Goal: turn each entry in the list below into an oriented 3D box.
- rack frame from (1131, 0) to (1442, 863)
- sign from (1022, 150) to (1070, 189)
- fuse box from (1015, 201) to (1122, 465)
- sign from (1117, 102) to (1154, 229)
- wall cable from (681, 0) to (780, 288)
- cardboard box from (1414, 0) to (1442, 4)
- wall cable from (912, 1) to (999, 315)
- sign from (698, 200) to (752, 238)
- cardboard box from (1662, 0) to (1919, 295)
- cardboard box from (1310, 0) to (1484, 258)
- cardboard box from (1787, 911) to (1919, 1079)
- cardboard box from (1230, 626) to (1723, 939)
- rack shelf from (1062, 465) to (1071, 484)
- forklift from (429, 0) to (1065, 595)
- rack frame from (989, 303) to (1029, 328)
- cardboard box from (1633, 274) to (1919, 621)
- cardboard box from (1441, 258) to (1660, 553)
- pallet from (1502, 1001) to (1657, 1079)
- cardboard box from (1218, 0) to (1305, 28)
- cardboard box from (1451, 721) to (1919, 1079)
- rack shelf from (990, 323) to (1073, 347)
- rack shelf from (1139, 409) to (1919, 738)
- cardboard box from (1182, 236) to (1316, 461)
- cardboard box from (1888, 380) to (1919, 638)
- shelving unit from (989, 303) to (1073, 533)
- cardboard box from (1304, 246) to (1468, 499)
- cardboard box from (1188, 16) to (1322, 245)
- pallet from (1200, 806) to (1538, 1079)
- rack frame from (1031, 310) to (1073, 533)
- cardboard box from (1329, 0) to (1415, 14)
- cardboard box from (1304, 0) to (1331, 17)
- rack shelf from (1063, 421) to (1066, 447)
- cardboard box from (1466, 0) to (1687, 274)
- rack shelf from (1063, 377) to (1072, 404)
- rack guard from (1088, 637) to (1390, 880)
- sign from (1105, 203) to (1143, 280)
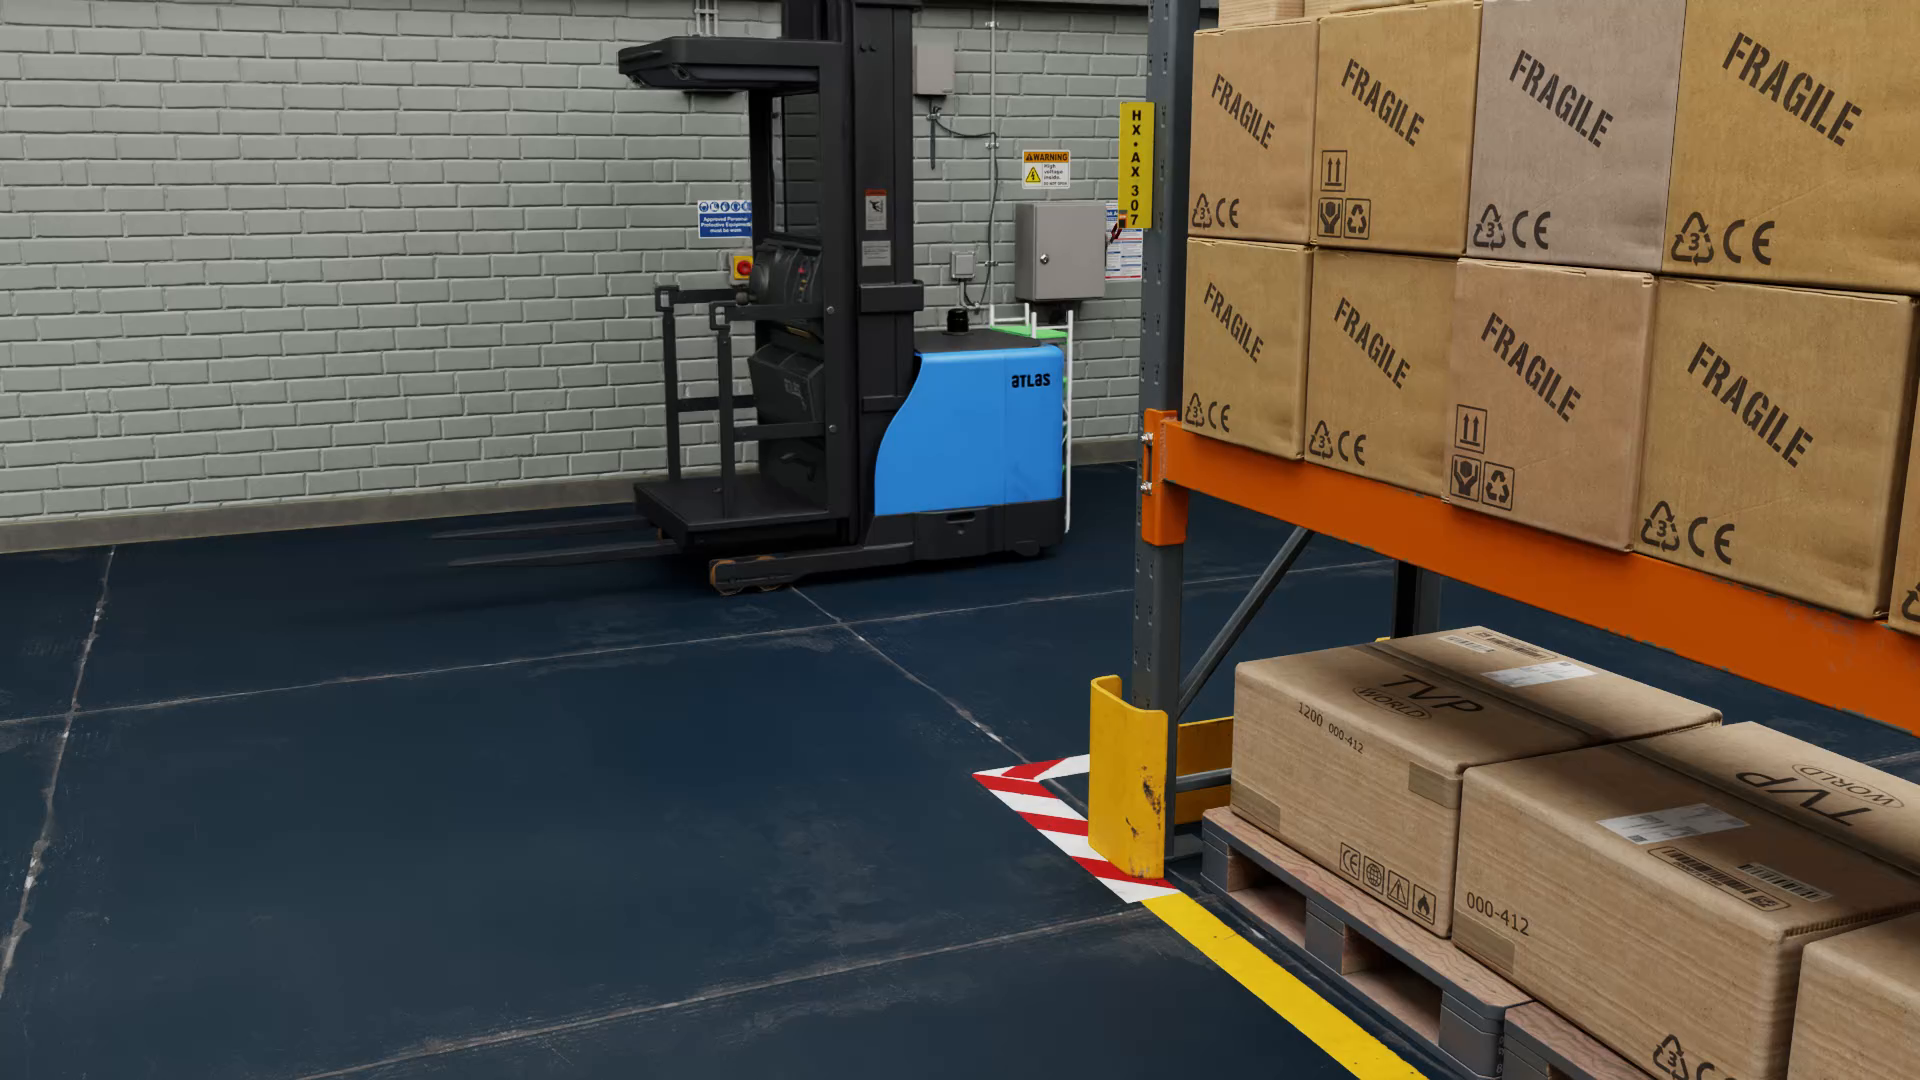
[{"bbox_3d":[0.975,-0.577,4.711,1.000,3.000,0.127,-6,14,-23],"label":"rack frame"},{"bbox_3d":[0.545,-2.340,10.495,0.339,0.242,0.001,-6,14,-23],"label":"sign"},{"bbox_3d":[0.678,-1.272,10.570,0.539,1.711,0.414,-6,14,-23],"label":"fuse box"},{"bbox_3d":[0.465,-0.989,4.393,0.100,0.325,0.005,-6,14,-23],"label":"sign"},{"bbox_3d":[-1.305,-2.250,9.618,0.585,1.953,0.123,-6,14,-23],"label":"wall cable"},{"bbox_3d":[1.155,-1.166,3.378,0.380,0.149,0.250,-6,14,-25],"label":"cardboard box"},{"bbox_3d":[-0.010,-2.365,10.185,0.588,1.984,0.122,-6,14,-23],"label":"wall cable"},{"bbox_3d":[-1.373,-1.880,9.741,0.327,0.218,0.001,-6,14,-23],"label":"sign"},{"bbox_3d":[1.534,-0.673,2.688,0.500,0.500,0.500,-6,14,-23],"label":"cardboard box"},{"bbox_3d":[1.120,-0.882,3.589,0.500,0.500,0.500,-6,14,-24],"label":"cardboard box"},{"bbox_3d":[2.065,0.969,2.783,0.875,0.438,0.875,-6,14,-25],"label":"cardboard box"},{"bbox_3d":[1.331,0.594,4.403,0.875,0.438,0.875,-6,14,-25],"label":"cardboard box"},{"bbox_3d":[0.378,-0.369,9.153,0.258,0.148,0.480,-6,14,-25],"label":"rack shelf"},{"bbox_3d":[-1.030,-1.305,8.008,3.031,2.935,1.130,-6,14,-24],"label":"forklift"},{"bbox_3d":[0.273,-0.715,9.299,0.240,1.200,0.015,-6,14,-25],"label":"rack frame"},{"bbox_3d":[1.536,-0.190,2.817,0.500,0.500,0.500,-5,14,-21],"label":"cardboard box"},{"bbox_3d":[1.320,-0.292,3.258,0.500,0.500,0.500,-6,14,-23],"label":"cardboard box"},{"bbox_3d":[1.852,1.191,3.255,1.003,0.211,1.213,-6,14,-23],"label":"pallet"},{"bbox_3d":[0.864,-1.331,4.089,0.380,0.149,0.250,-5,14,-22],"label":"cardboard box"},{"bbox_3d":[1.706,0.782,3.589,0.875,0.438,0.875,-5,14,-21],"label":"cardboard box"},{"bbox_3d":[0.378,-1.071,8.990,0.258,0.148,0.480,-6,14,-25],"label":"rack shelf"},{"bbox_3d":[1.777,0.187,3.007,1.077,0.370,4.000,-6,14,-23],"label":"rack shelf"},{"bbox_3d":[0.905,-0.501,4.159,0.500,0.500,0.500,-6,14,-23],"label":"cardboard box"},{"bbox_3d":[1.732,-0.081,2.344,0.500,0.500,0.500,-6,14,-24],"label":"cardboard box"},{"bbox_3d":[0.378,-0.665,9.084,0.258,1.200,0.503,-6,14,-25],"label":"shelving unit"},{"bbox_3d":[1.133,-0.399,3.719,0.500,0.500,0.500,-6,14,-24],"label":"cardboard box"},{"bbox_3d":[0.907,-0.988,4.048,0.500,0.500,0.500,-6,14,-24],"label":"cardboard box"},{"bbox_3d":[1.367,0.940,4.342,1.003,0.211,1.213,-6,14,-23],"label":"pallet"},{"bbox_3d":[0.484,-0.616,8.870,0.240,1.200,0.015,-6,14,-25],"label":"rack frame"},{"bbox_3d":[1.033,-1.219,3.606,0.380,0.149,0.250,-5,14,-21],"label":"cardboard box"},{"bbox_3d":[1.034,-1.283,3.883,0.380,0.149,0.250,-5,14,-22],"label":"cardboard box"},{"bbox_3d":[0.378,-0.603,9.099,0.258,0.148,0.480,-6,14,-25],"label":"rack shelf"},{"bbox_3d":[1.333,-0.776,3.133,0.500,0.500,0.500,-6,14,-23],"label":"cardboard box"},{"bbox_3d":[0.378,-0.837,9.045,0.258,0.148,0.480,-6,14,-25],"label":"rack shelf"},{"bbox_3d":[0.966,0.636,5.015,1.175,0.500,0.348,-6,14,-23],"label":"rack guard"},{"bbox_3d":[1.048,-1.941,10.814,0.329,0.494,0.001,-6,14,-23],"label":"sign"}]
